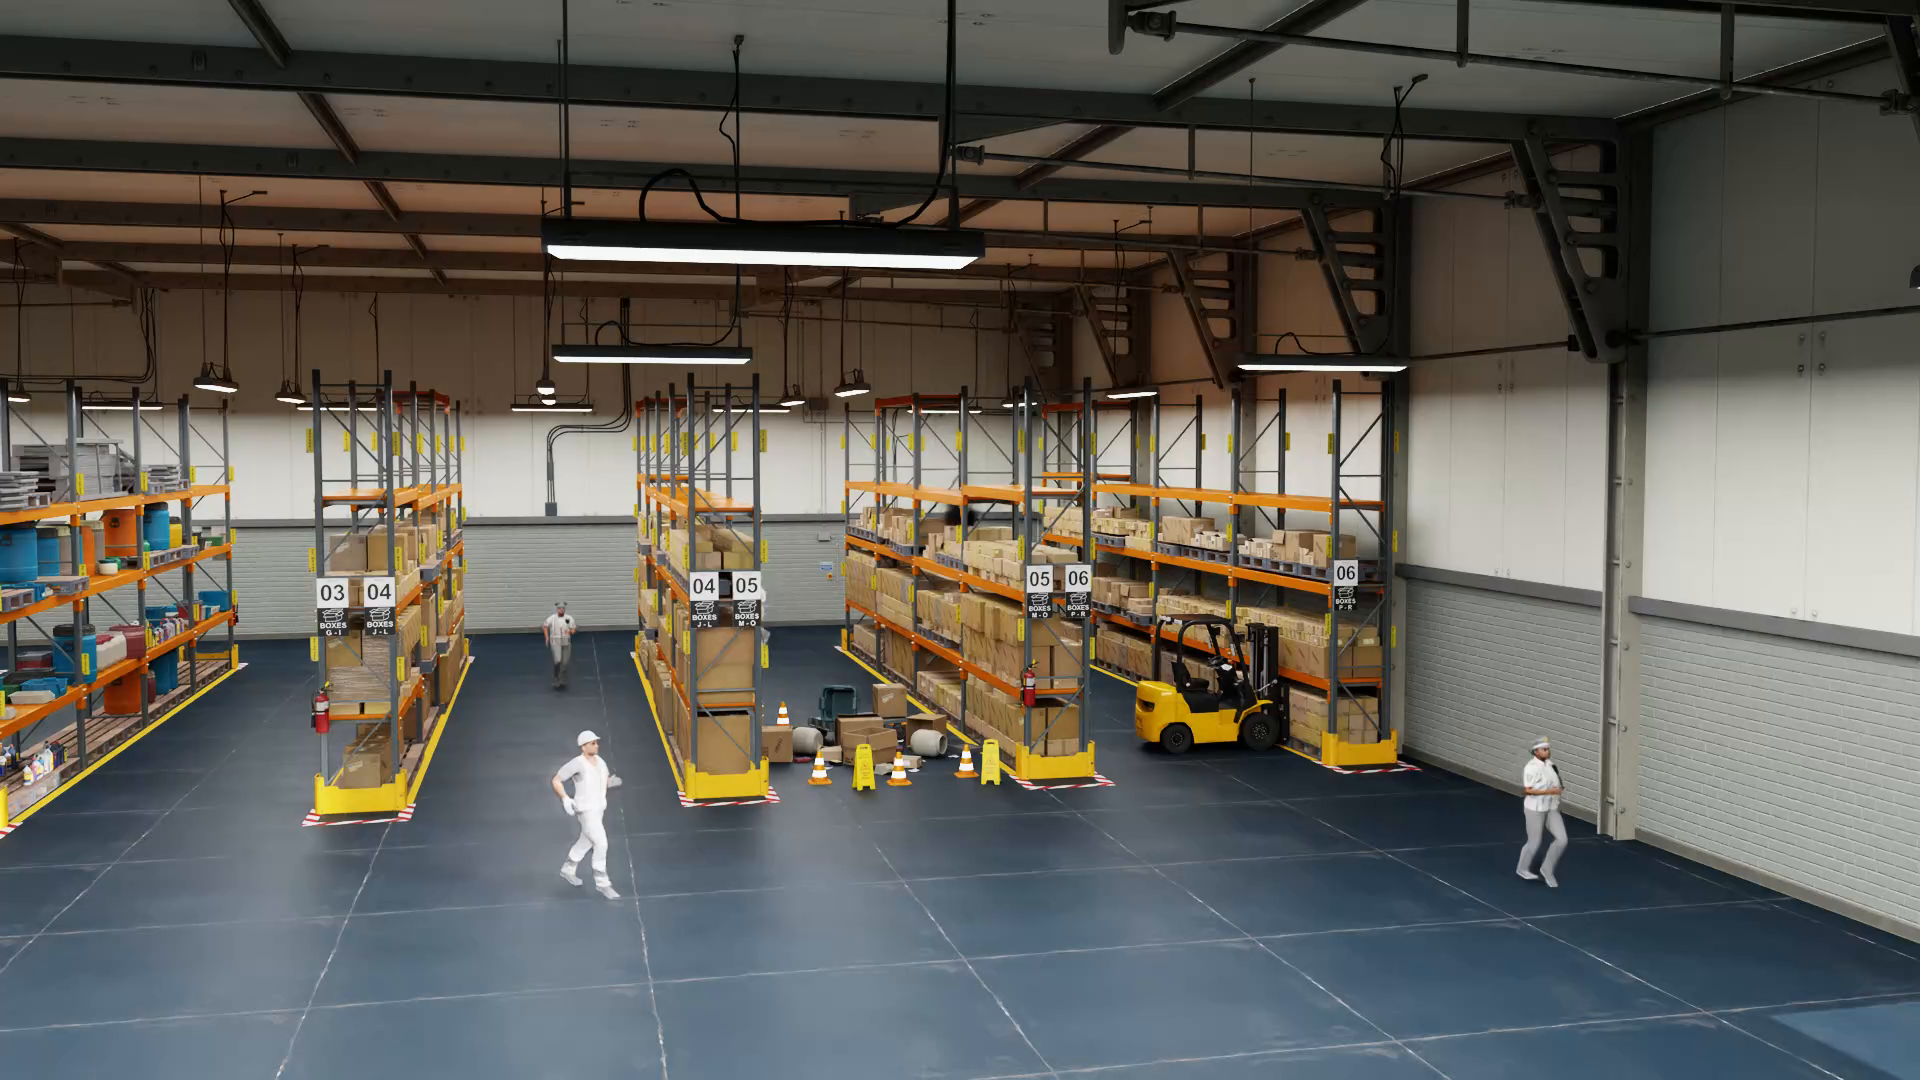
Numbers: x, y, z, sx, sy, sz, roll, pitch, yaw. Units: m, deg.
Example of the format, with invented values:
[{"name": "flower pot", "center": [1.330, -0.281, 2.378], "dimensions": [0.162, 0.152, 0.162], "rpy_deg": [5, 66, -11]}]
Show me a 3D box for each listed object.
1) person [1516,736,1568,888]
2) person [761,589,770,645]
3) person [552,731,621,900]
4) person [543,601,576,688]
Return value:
[{"name": "person", "center": [6.605, 3.079, 18.802], "dimensions": [0.554, 1.737, 0.672], "rpy_deg": [-2, 4, -26]}, {"name": "person", "center": [-4.999, 1.774, 40.853], "dimensions": [0.618, 1.730, 0.689], "rpy_deg": [-1, 3, -16]}, {"name": "person", "center": [-4.117, 3.026, 18.431], "dimensions": [0.858, 1.833, 0.653], "rpy_deg": [1, 3, 19]}, {"name": "person", "center": [-8.198, 2.156, 34.161], "dimensions": [0.636, 1.796, 0.713], "rpy_deg": [-1, 4, -24]}]
